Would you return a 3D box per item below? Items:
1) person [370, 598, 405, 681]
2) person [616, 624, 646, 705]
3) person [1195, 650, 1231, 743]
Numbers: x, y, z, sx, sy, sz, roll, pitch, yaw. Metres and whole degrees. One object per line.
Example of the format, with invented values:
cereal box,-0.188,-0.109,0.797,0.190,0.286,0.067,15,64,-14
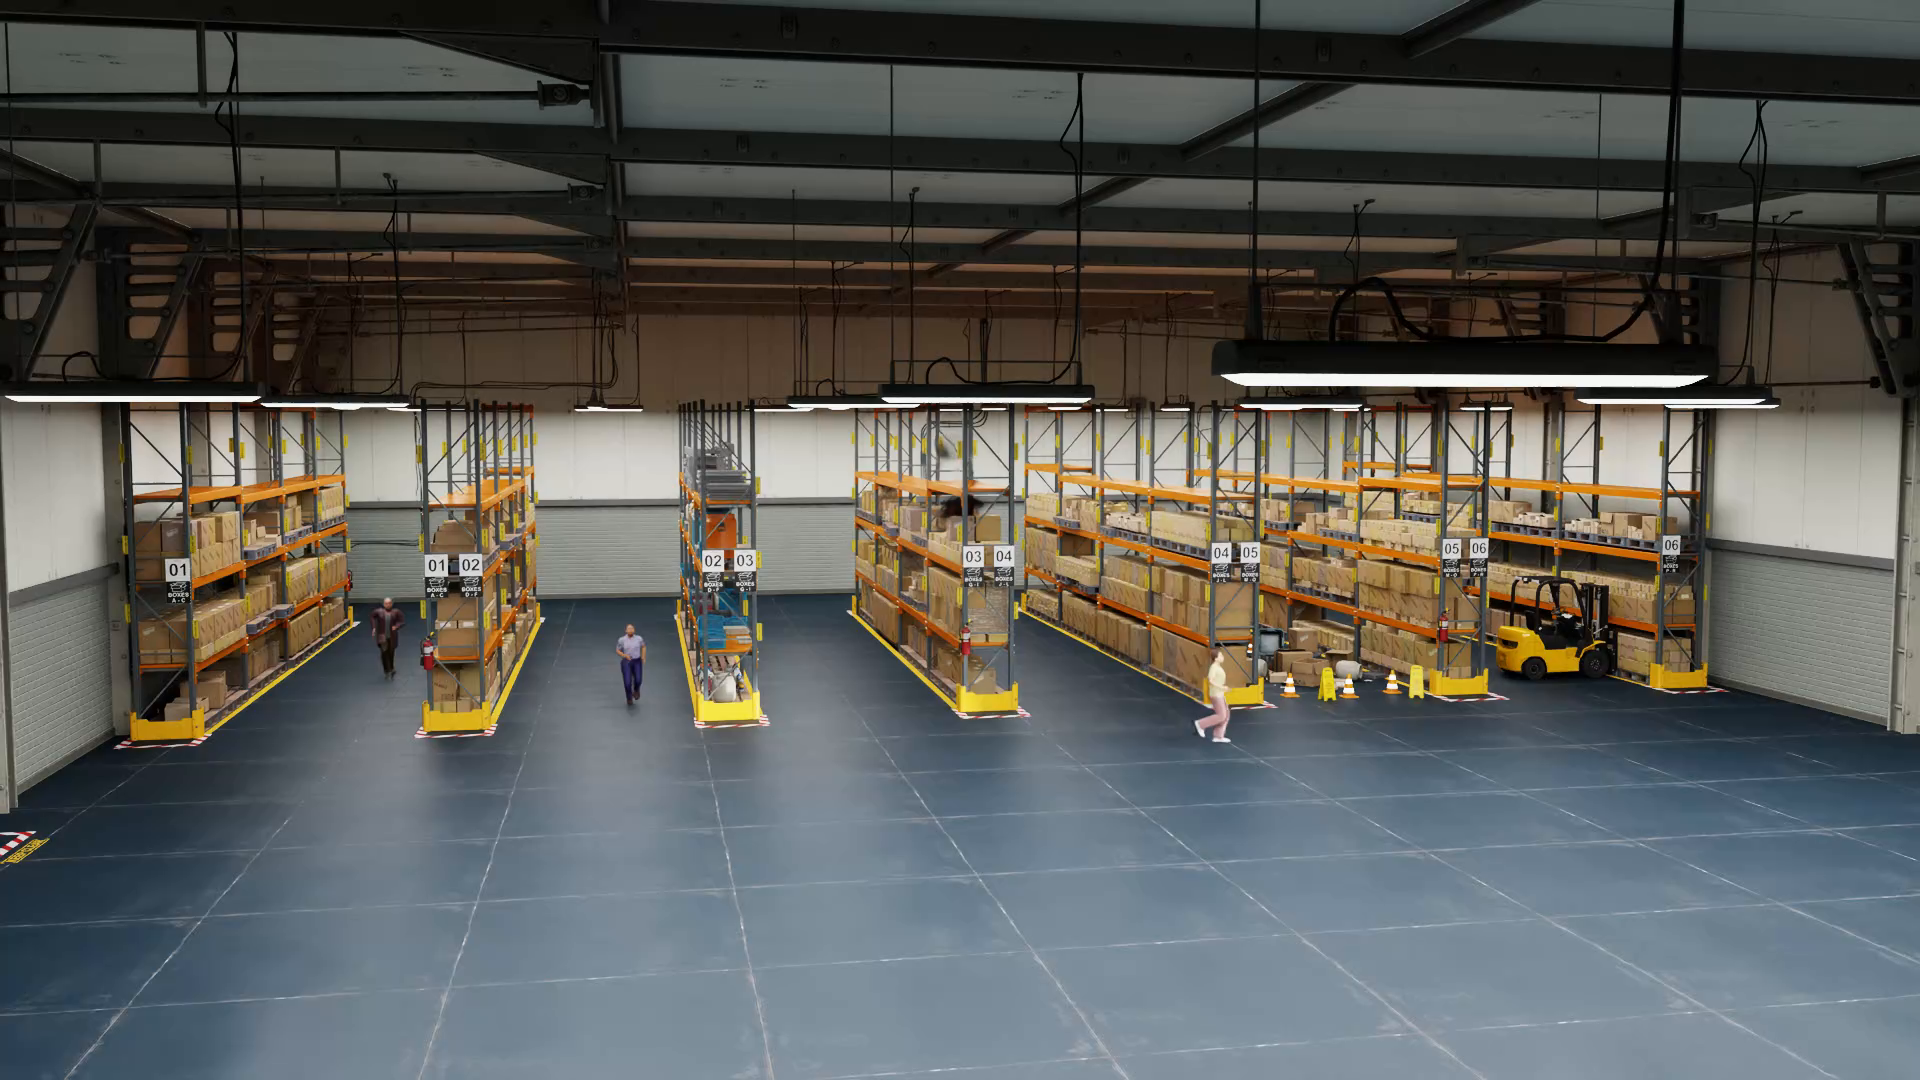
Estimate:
person,-12.422,2.126,36.126,0.715,1.796,0.973,-2,5,-21
person,-6.460,2.454,32.747,0.599,1.608,0.531,-1,5,-17
person,4.425,2.717,29.035,0.619,1.626,0.574,1,4,15
